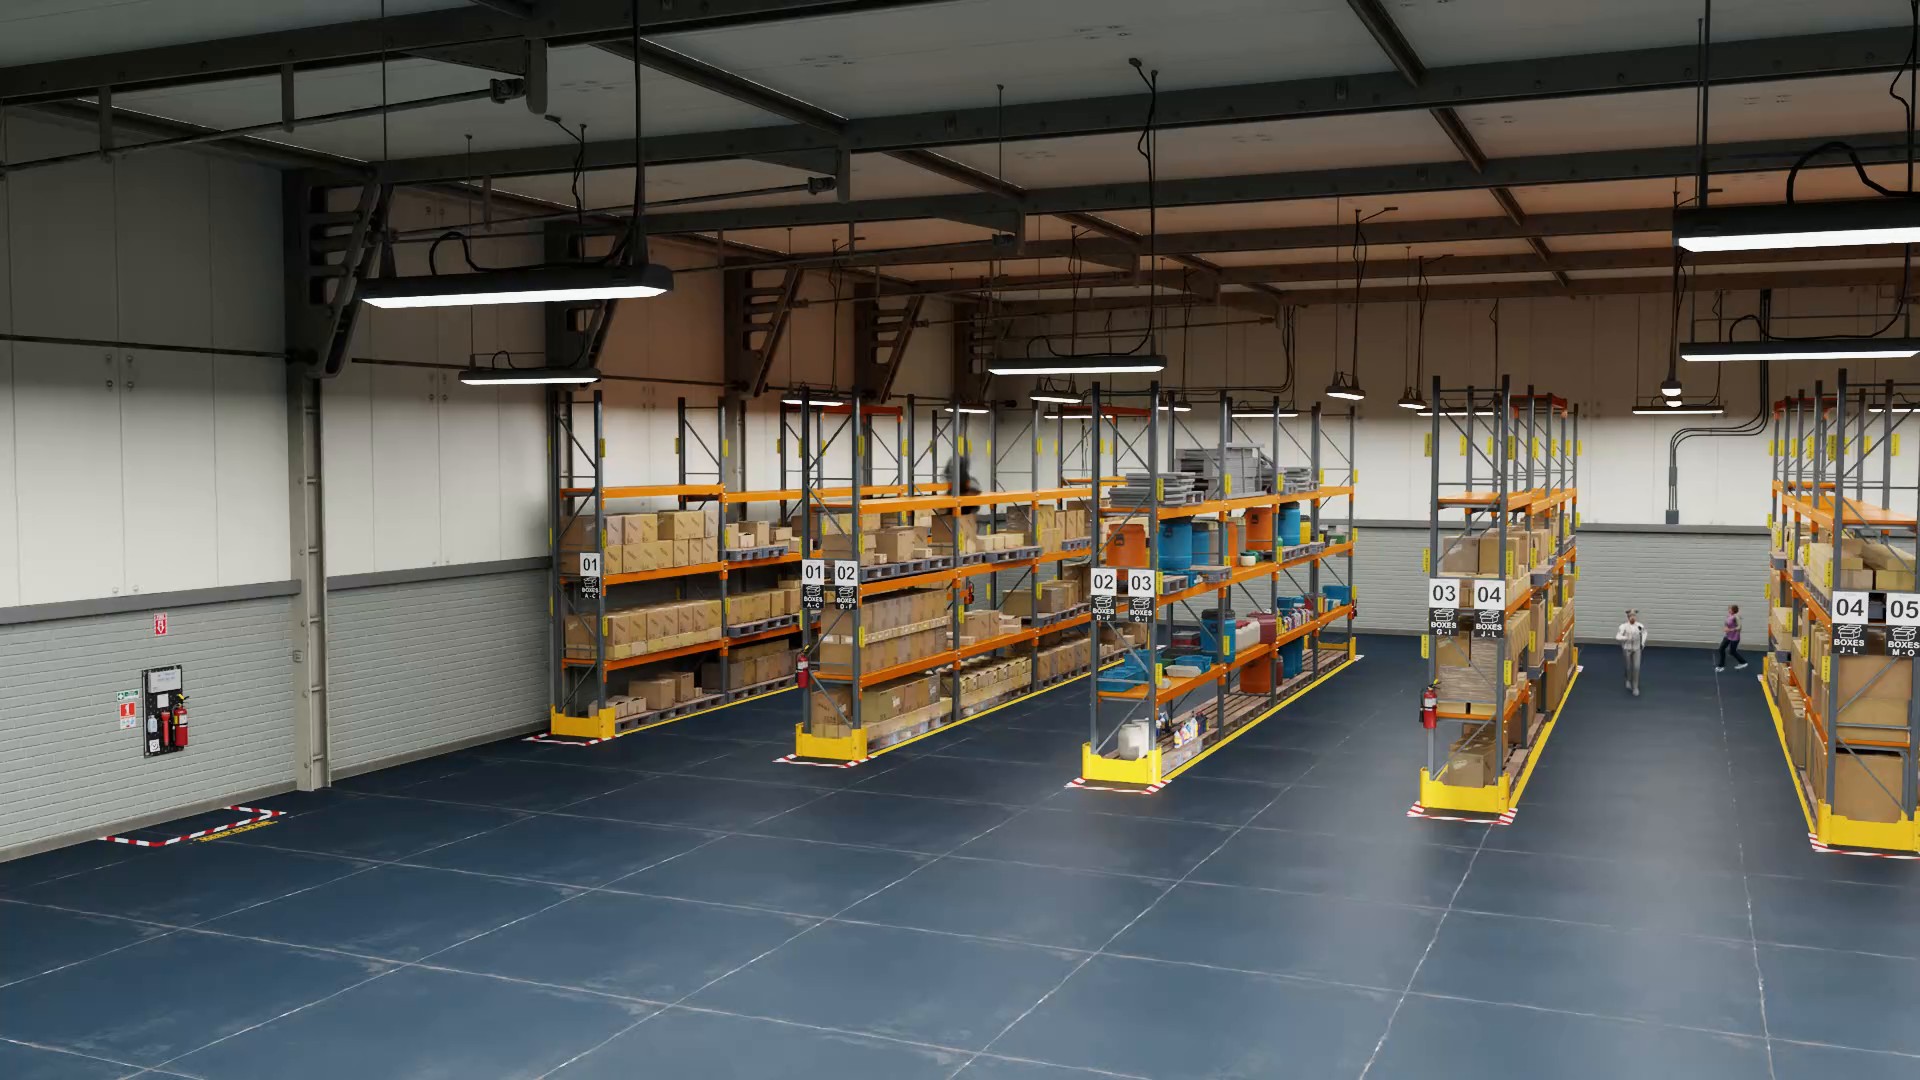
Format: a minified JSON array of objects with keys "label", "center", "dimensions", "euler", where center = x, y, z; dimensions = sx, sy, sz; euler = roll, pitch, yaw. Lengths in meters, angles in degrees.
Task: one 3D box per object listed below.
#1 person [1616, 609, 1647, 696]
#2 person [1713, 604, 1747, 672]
[{"label":"person","center":[13.718,2.260,33.958],"dimensions":[0.609,1.716,0.880],"euler":[1,3,17]},{"label":"person","center":[17.283,2.218,37.057],"dimensions":[0.721,1.574,0.653],"euler":[0,3,-3]}]
